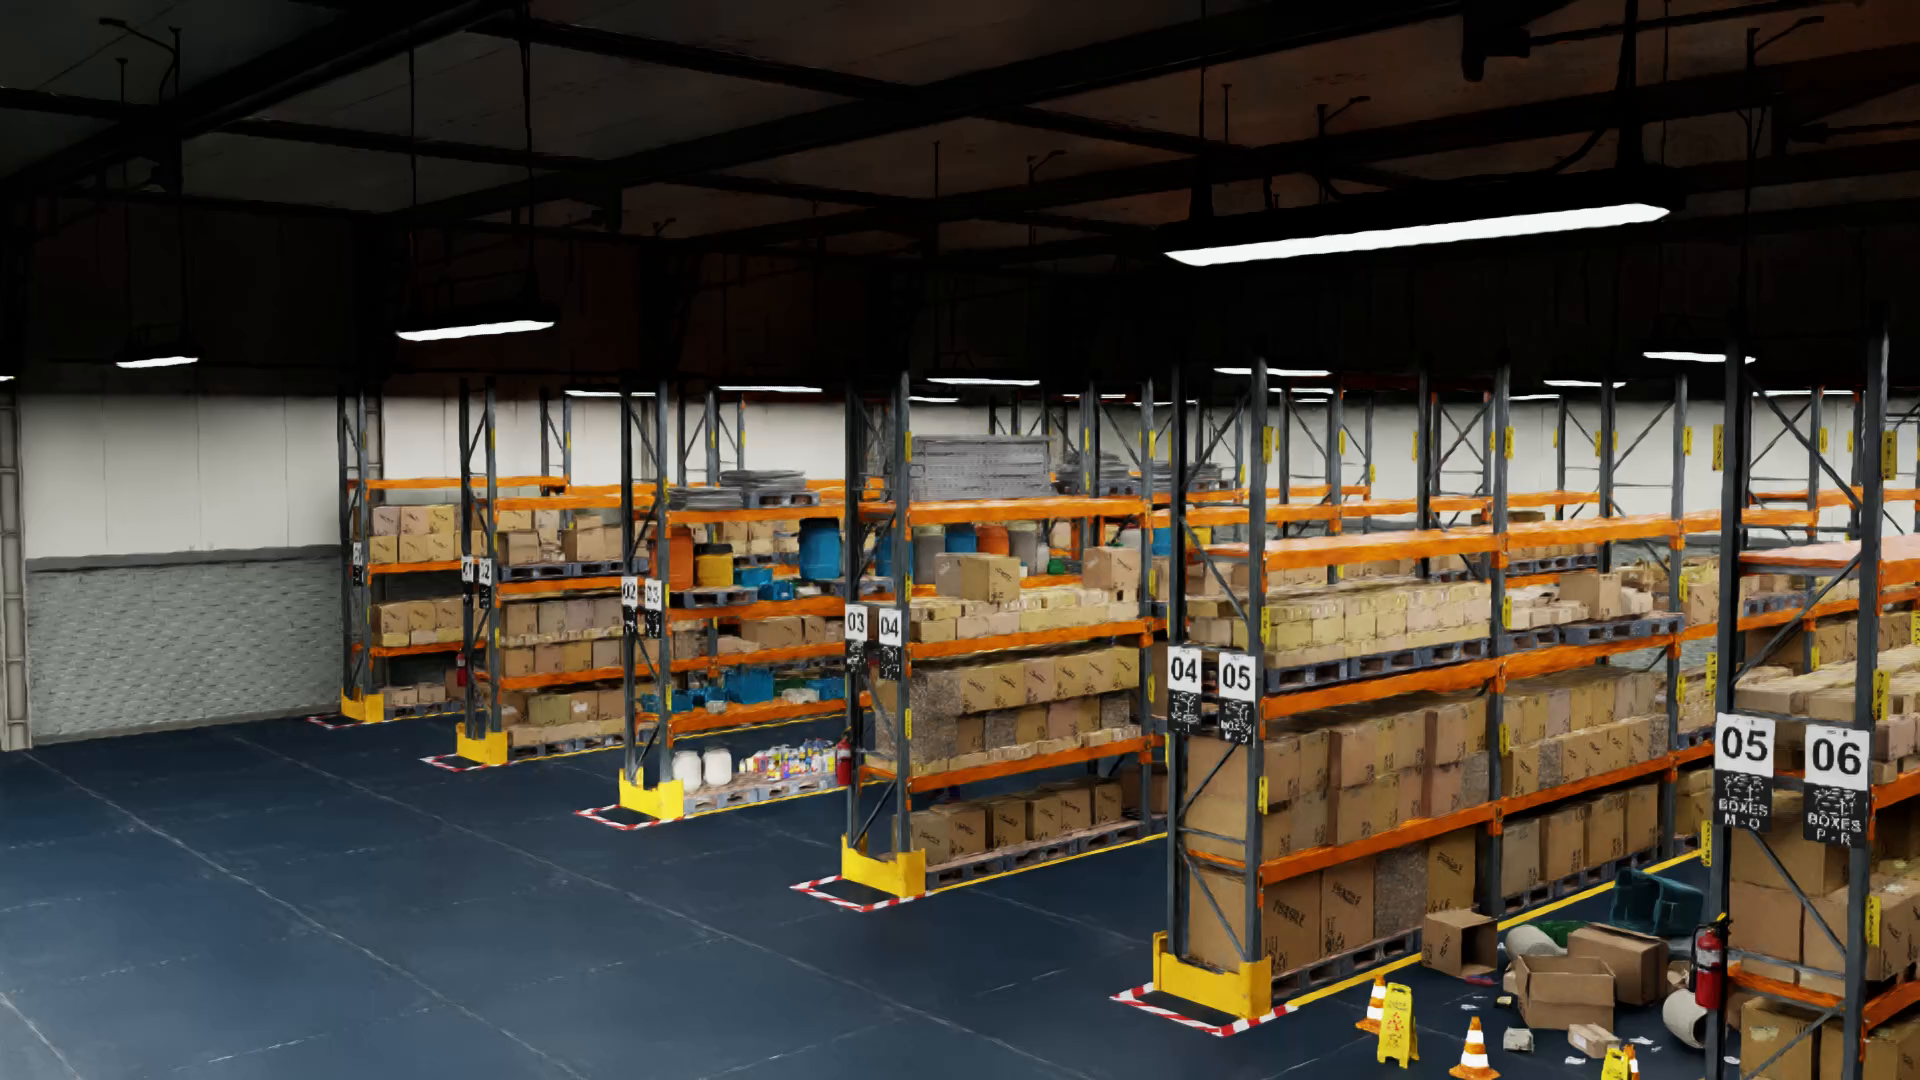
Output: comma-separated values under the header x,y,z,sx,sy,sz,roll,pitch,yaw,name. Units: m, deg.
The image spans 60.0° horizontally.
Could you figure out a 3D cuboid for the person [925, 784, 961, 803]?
x,y,z,sx,sy,sz,roll,pitch,yaw,name
-0.272,2.855,23.169,0.517,1.596,0.625,-3,5,-43,person
